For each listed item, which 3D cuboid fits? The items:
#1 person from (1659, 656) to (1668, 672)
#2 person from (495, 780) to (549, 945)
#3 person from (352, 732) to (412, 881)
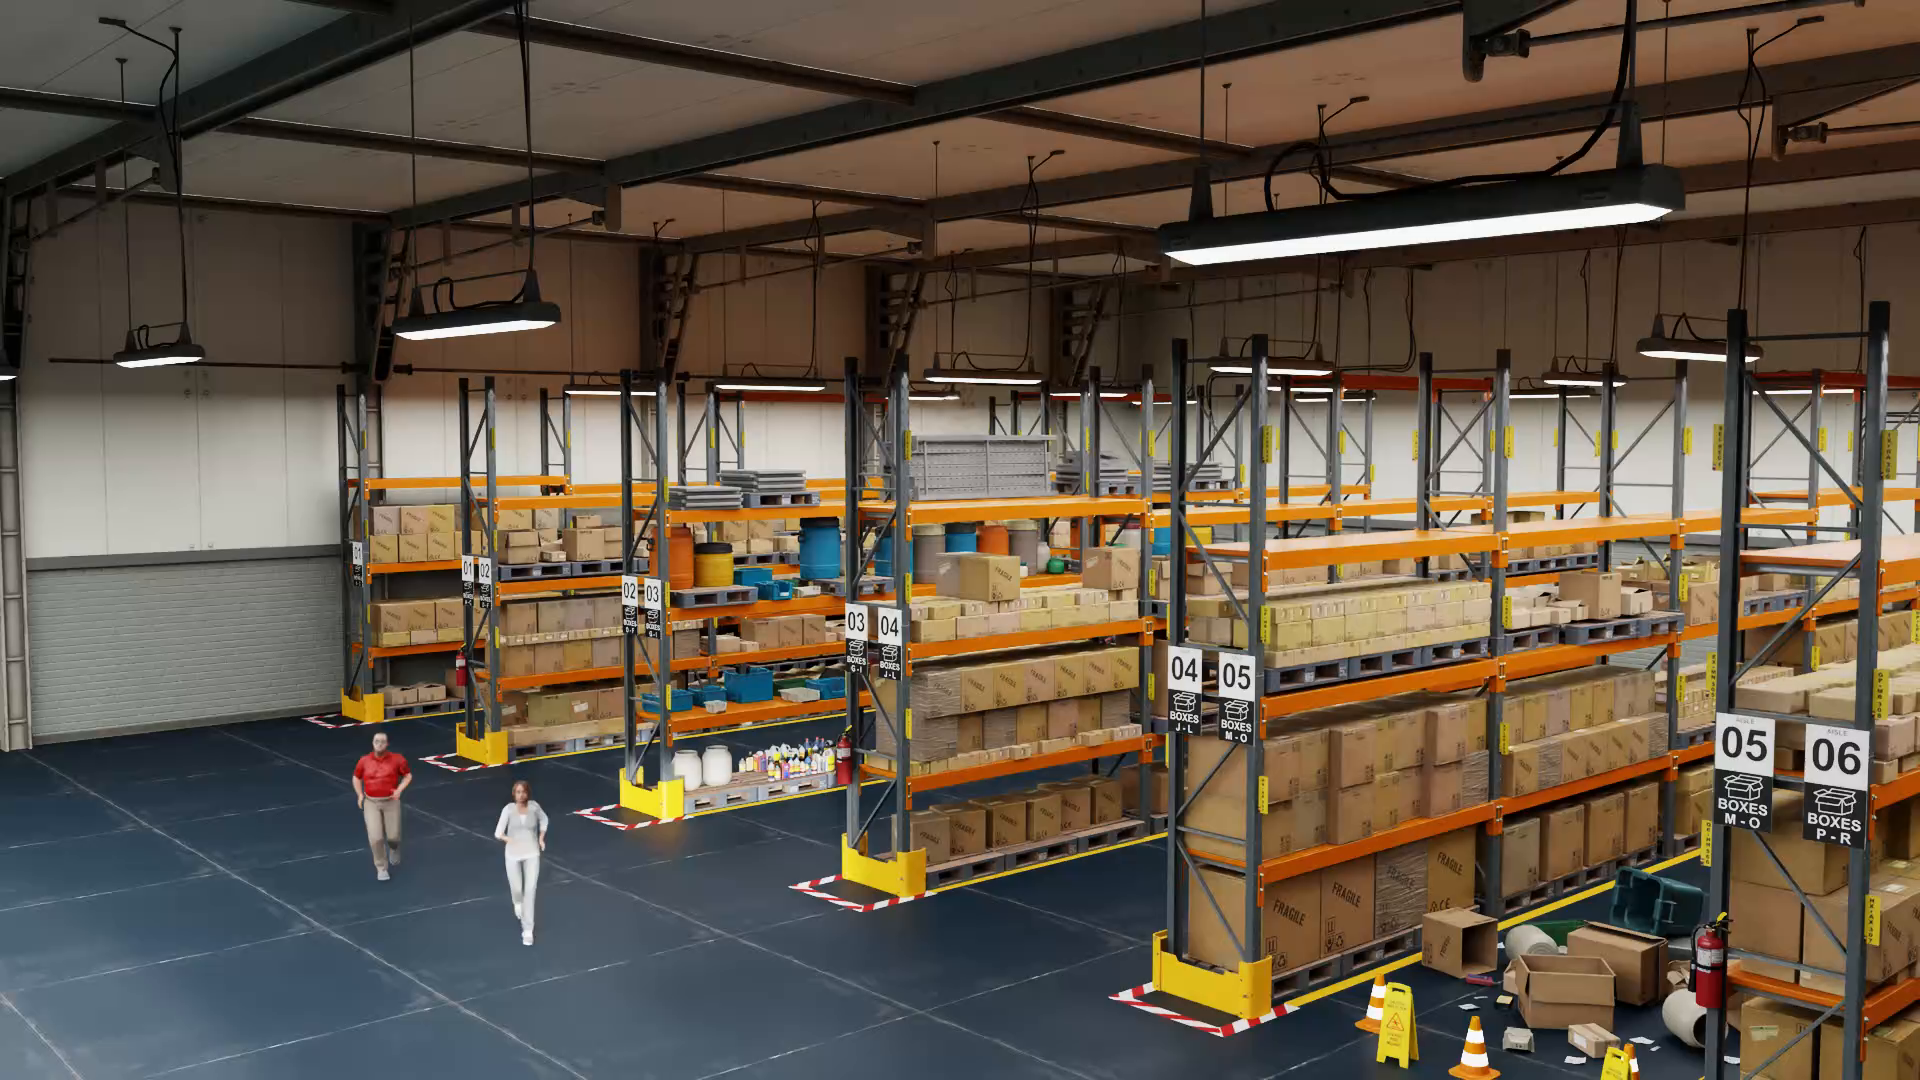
[{"bbox_3d":[10.648,2.636,24.922,0.974,1.817,0.679,-3,5,-34],"label":"person"},{"bbox_3d":[-4.462,3.237,16.963,0.538,1.592,0.877,-1,4,-17],"label":"person"},{"bbox_3d":[-6.688,3.061,19.249,0.656,1.675,0.644,-1,4,-15],"label":"person"}]
